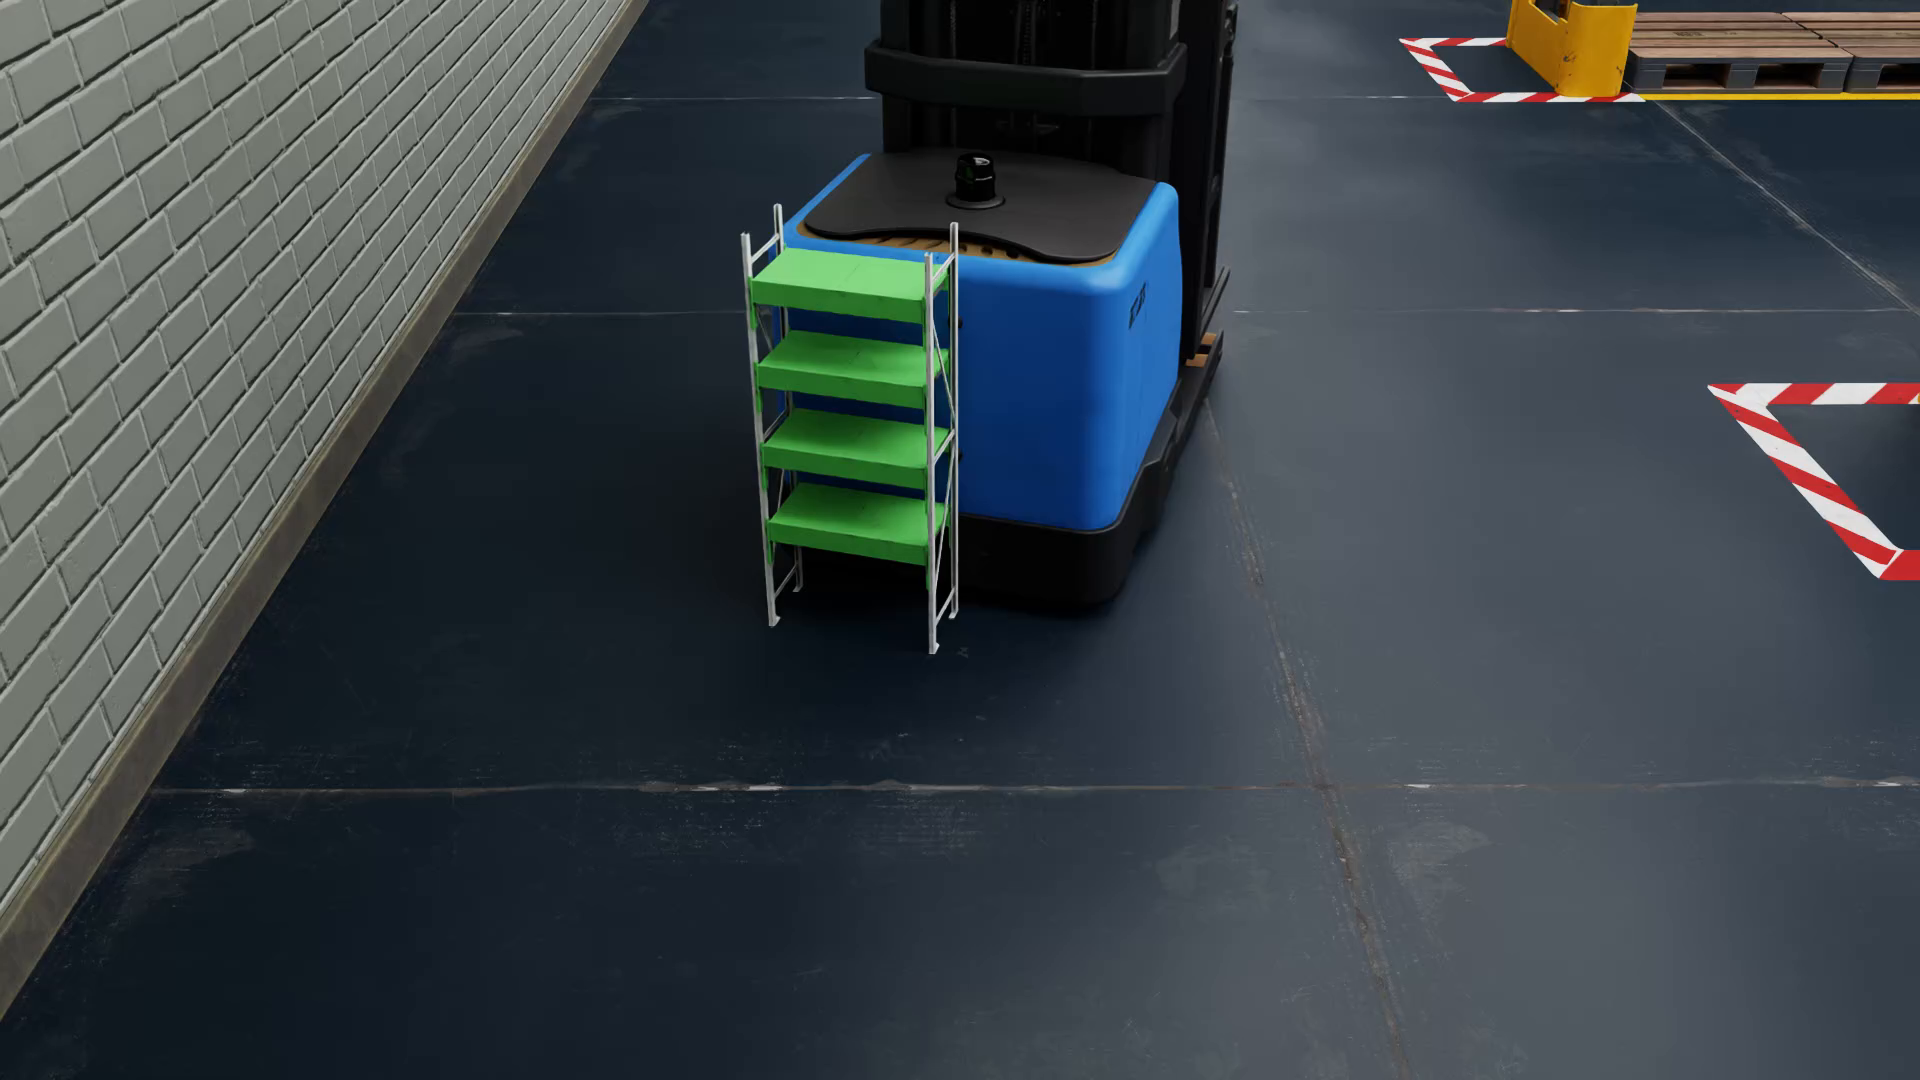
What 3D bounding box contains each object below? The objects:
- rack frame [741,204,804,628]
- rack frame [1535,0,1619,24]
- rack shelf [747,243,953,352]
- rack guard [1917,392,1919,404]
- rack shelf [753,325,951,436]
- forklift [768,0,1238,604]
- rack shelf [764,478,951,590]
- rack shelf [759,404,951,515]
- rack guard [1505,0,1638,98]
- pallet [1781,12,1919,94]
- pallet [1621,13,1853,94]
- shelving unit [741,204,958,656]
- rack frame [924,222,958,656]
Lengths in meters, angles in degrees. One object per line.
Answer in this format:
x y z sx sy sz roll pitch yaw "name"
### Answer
-0.514 -0.318 4.617 0.015 1.200 0.240 9 32 14 "rack frame"
3.576 -4.082 9.087 0.127 3.000 1.000 0 31 0 "rack frame"
-0.280 -0.637 4.341 0.480 0.148 0.258 9 32 14 "rack shelf"
3.678 -0.445 5.501 0.348 0.500 1.175 0 31 0 "rack guard"
-0.280 -0.432 4.466 0.480 0.148 0.258 9 32 14 "rack shelf"
0.362 -1.822 5.428 1.130 2.935 3.031 9 32 14 "forklift"
-0.280 -0.022 4.715 0.480 0.148 0.258 9 32 14 "rack shelf"
-0.280 -0.227 4.591 0.480 0.148 0.258 9 32 14 "rack shelf"
3.552 -3.007 9.724 0.348 0.500 1.175 0 31 0 "rack guard"
5.618 -2.875 9.785 1.213 0.211 1.003 0 31 0 "pallet"
4.401 -2.873 9.781 1.213 0.211 1.003 0 31 0 "pallet"
-0.280 -0.282 4.557 0.503 1.200 0.258 9 32 14 "shelving unit"
-0.046 -0.245 4.498 0.015 1.200 0.240 9 32 14 "rack frame"
